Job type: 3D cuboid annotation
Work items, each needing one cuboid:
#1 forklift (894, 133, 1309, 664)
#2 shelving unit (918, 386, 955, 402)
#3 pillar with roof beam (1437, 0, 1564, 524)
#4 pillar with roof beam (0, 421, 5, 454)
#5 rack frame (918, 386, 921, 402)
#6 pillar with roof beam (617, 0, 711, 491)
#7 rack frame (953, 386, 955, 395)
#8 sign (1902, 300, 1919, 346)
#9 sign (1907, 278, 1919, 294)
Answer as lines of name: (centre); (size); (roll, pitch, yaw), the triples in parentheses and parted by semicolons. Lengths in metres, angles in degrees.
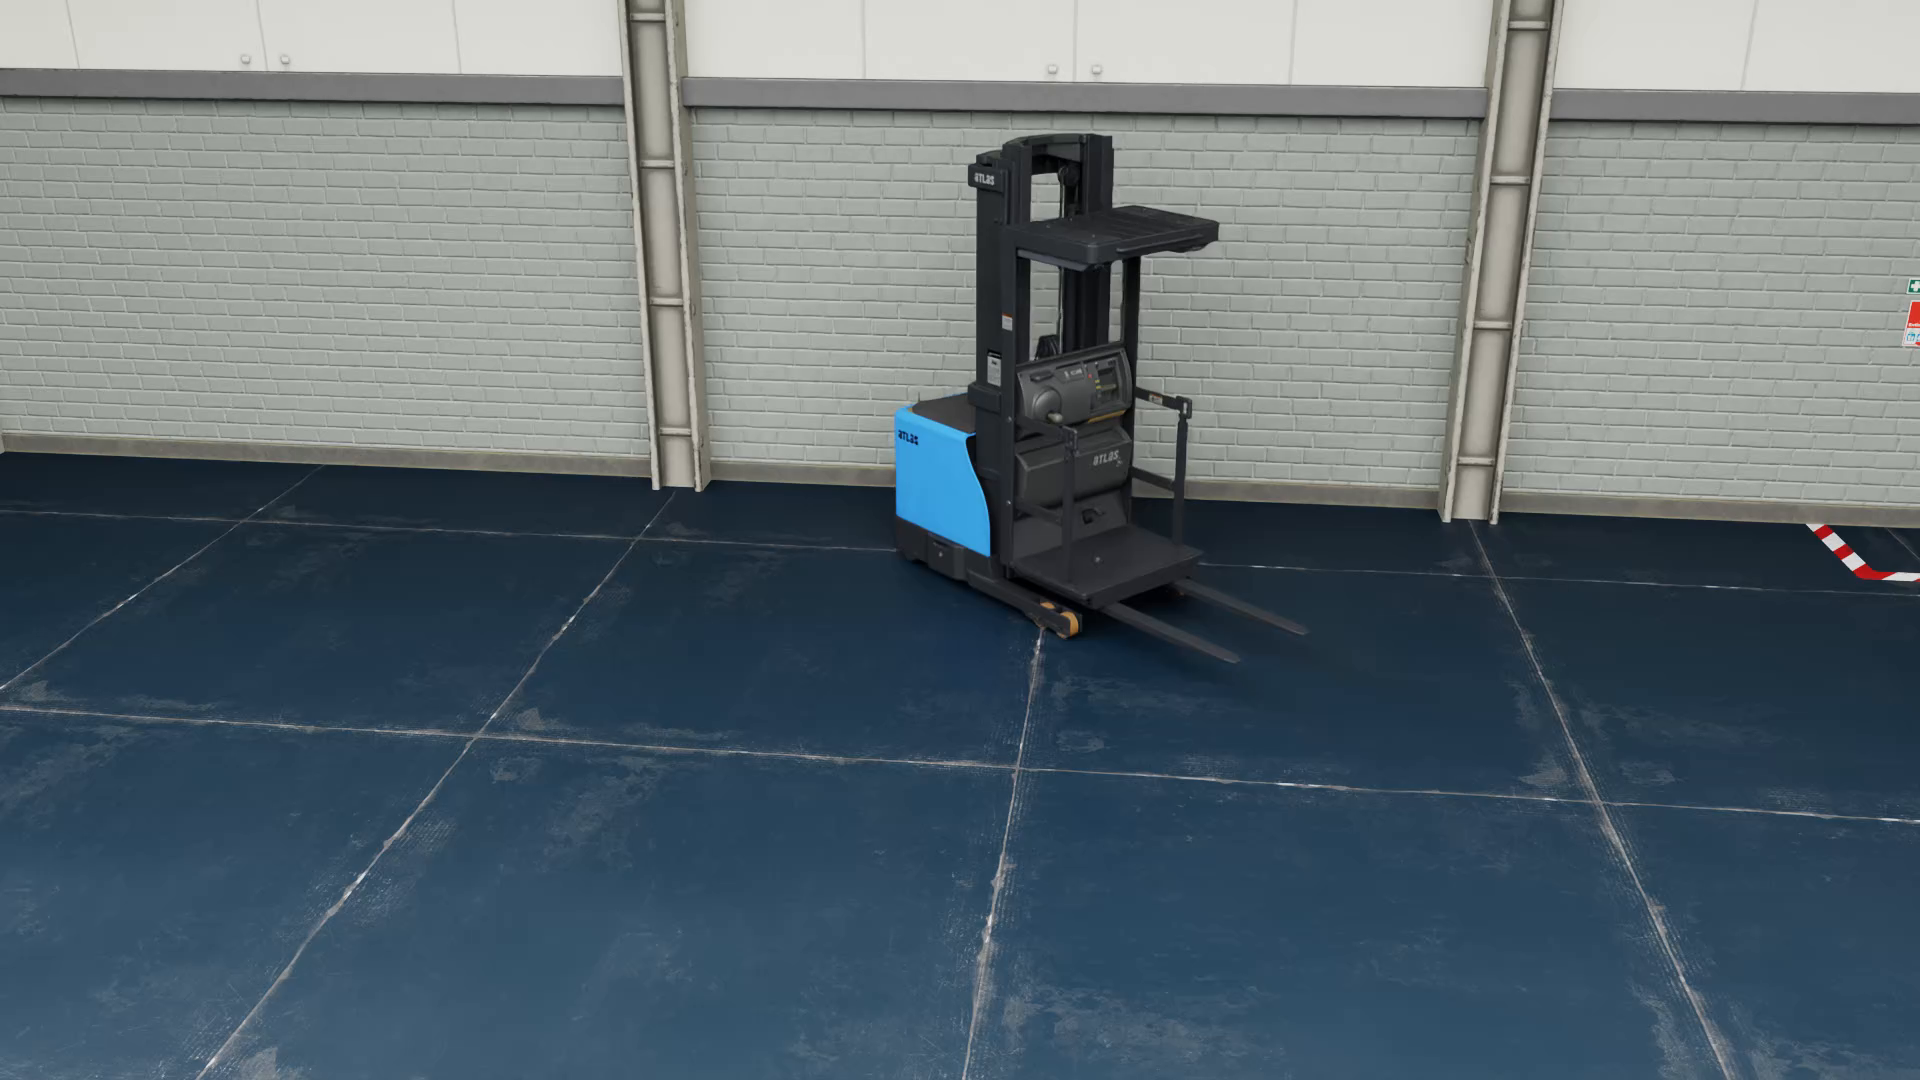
forklift: (0.868, -0.956, 10.372); (1.130, 2.935, 3.031); (-17, 27, -36)
shelving unit: (-0.167, -0.575, 11.965); (0.252, 1.050, 0.215); (1, 22, 2)
pillar with roof beam: (3.272, -2.794, 6.768); (0.400, 9.000, 9.100); (2, 22, 6)
pillar with roof beam: (-8.645, -3.314, 8.082); (0.400, 9.000, 9.100); (2, 22, 6)
rack frame: (-0.289, -0.576, 11.969); (0.008, 1.050, 0.200); (1, 22, 2)
pillar with roof beam: (-2.687, -3.054, 7.425); (0.400, 9.000, 9.100); (2, 22, 6)
rack frame: (-0.045, -0.573, 11.961); (0.008, 1.050, 0.200); (1, 22, 2)
sign: (6.750, -1.516, 11.645); (0.234, 0.329, 0.001); (2, 22, 6)
sign: (6.754, -1.759, 11.539); (0.331, 0.109, 0.001); (2, 22, 6)
